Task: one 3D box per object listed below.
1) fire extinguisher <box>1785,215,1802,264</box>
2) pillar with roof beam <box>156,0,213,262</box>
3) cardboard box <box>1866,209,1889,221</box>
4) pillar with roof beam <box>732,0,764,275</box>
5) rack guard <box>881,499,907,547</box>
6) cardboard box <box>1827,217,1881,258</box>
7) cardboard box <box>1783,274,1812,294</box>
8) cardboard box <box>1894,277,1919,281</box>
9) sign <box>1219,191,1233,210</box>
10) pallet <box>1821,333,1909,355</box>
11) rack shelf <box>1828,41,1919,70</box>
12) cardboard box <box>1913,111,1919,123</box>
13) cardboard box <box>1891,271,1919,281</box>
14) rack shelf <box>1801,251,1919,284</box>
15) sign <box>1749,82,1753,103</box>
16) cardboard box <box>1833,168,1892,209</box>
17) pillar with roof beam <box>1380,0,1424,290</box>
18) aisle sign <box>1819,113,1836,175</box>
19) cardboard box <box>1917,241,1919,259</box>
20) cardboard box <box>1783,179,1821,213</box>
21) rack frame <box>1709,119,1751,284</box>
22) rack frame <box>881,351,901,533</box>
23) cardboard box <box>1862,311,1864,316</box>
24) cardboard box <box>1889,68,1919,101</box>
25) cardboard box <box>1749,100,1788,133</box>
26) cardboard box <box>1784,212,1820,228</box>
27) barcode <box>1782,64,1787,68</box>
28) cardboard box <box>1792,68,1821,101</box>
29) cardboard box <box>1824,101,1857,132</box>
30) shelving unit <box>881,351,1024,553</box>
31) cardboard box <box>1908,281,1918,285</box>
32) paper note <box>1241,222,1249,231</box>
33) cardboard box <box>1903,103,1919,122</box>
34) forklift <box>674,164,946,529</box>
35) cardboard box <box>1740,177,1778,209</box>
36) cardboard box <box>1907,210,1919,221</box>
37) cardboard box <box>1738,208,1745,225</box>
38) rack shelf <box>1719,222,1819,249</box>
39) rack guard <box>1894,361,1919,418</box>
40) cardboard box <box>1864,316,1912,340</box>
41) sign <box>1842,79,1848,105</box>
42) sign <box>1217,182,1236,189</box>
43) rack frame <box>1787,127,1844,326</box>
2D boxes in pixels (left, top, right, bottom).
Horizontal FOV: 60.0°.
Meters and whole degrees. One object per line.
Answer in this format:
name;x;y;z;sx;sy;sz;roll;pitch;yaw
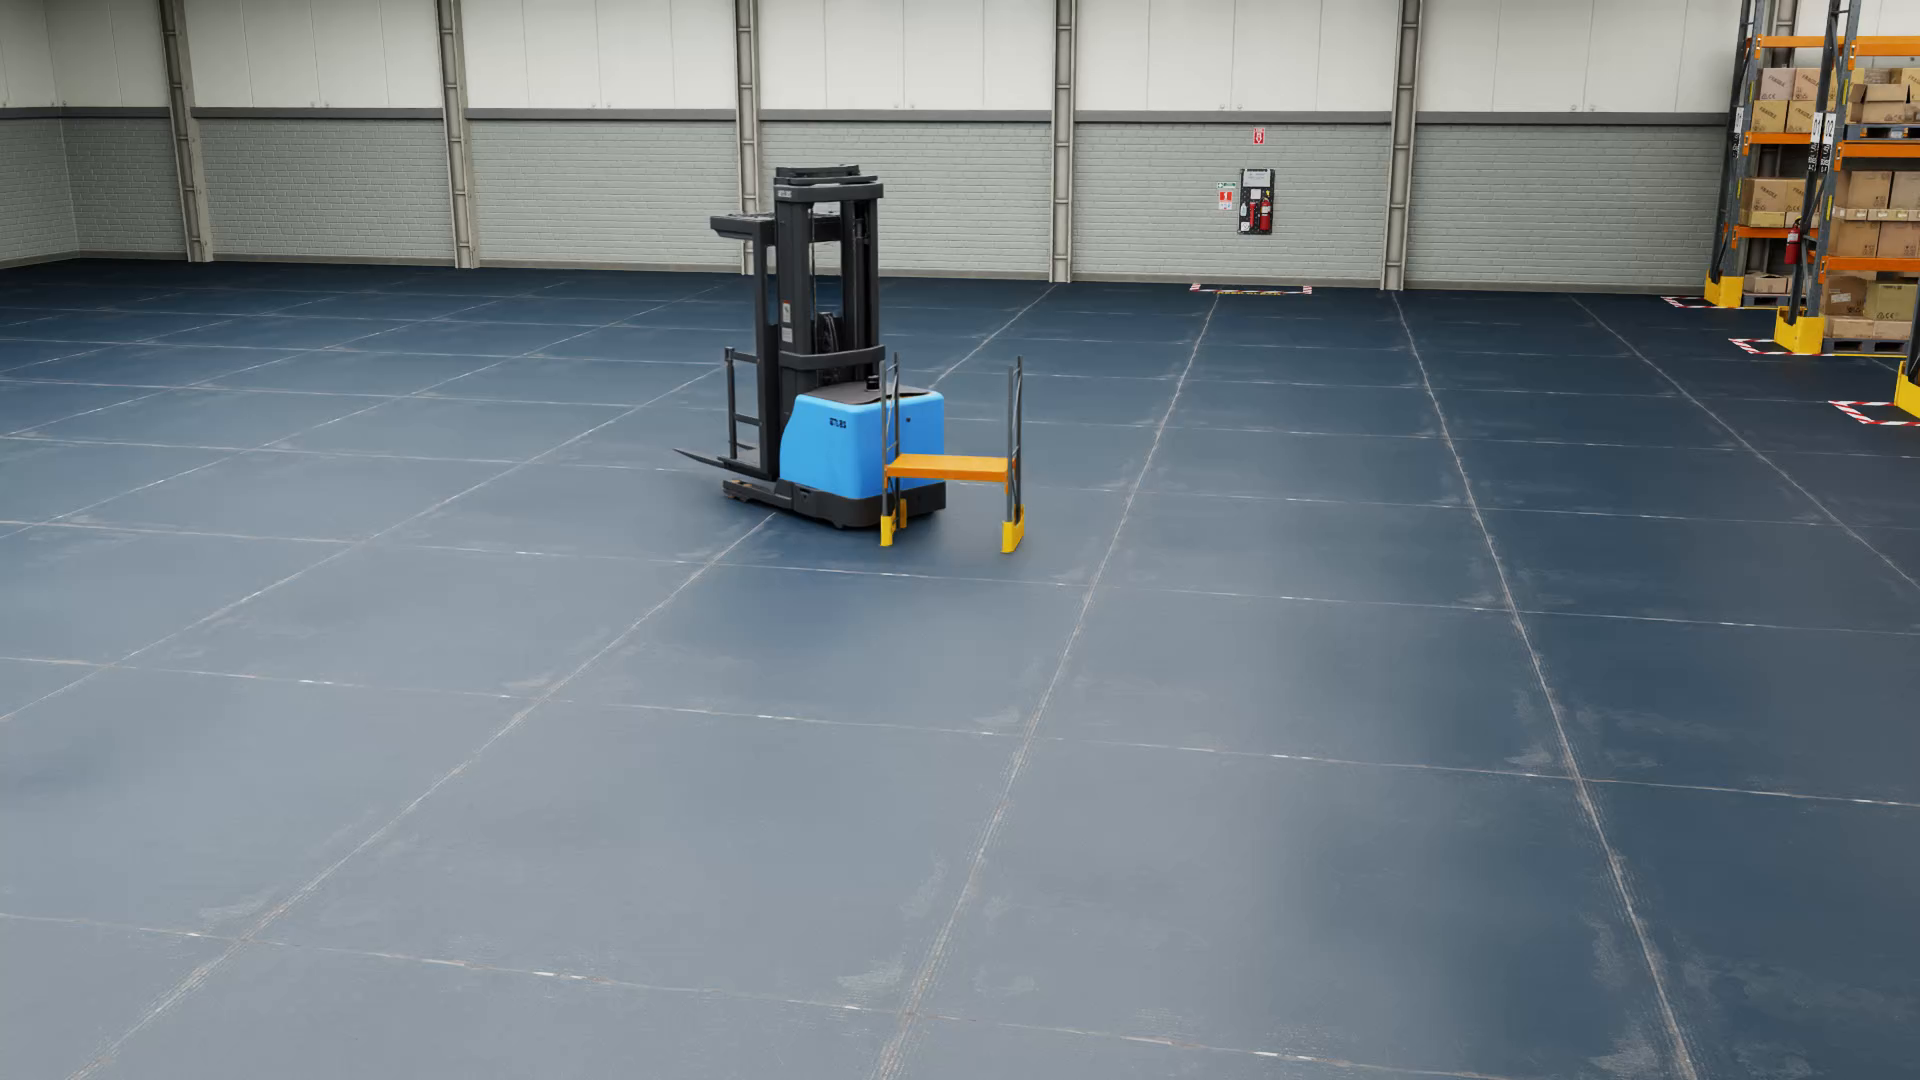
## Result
fire extinguisher;11.779;-4.247;23.477;0.183;0.674;0.296;3;16;11
pillar with roof beam;-16.612;-9.002;29.262;0.400;9.000;9.100;3;16;11
cardboard box;12.403;-4.426;22.579;0.250;0.149;0.380;3;16;10
pillar with roof beam;-4.853;-8.364;26.957;0.400;9.000;9.100;3;16;11
rack guard;-0.542;-0.145;13.675;0.087;0.250;0.587;3;16;11
cardboard box;12.257;-4.176;22.891;0.500;0.500;0.700;3;16;11
cardboard box;14.004;-4.278;27.657;0.500;0.311;0.500;4;16;16
cardboard box;13.370;-3.395;23.216;0.500;0.500;0.500;3;16;11
sign;4.829;-6.175;30.229;0.234;0.329;0.001;3;16;11
pallet;12.560;-2.783;23.271;1.213;0.211;1.003;3;16;11
rack shelf;13.762;-6.401;21.970;4.000;0.370;1.077;3;16;11
cardboard box;12.920;-5.642;22.172;0.250;0.149;0.380;3;16;11
cardboard box;15.680;-4.291;27.353;0.500;0.500;0.500;2;16;7
rack shelf;13.762;-3.703;22.718;4.000;0.370;1.077;3;16;11
sign;12.677;-7.177;26.655;0.005;0.325;0.100;3;16;11
cardboard box;12.309;-4.798;22.707;0.500;0.500;0.700;3;16;11
pillar with roof beam;6.906;-7.725;24.653;0.400;9.000;9.100;3;16;11
aisle sign;11.676;-5.332;22.382;0.004;0.787;0.394;3;16;11
cardboard box;13.258;-4.121;22.694;0.500;0.500;0.700;3;16;11
cardboard box;13.676;-5.618;27.122;0.500;0.500;0.500;3;16;11
rack frame;12.785;-5.452;27.685;0.127;3.000;1.000;3;16;11
rack frame;-0.561;-0.748;13.512;0.032;1.500;0.500;3;16;11
cardboard box;12.879;-3.059;23.408;0.500;0.250;0.500;3;16;11
cardboard box;15.107;-7.232;26.392;0.500;0.500;0.500;3;16;9
cardboard box;13.063;-6.872;26.968;0.500;0.500;0.500;4;16;13
cardboard box;13.712;-5.257;27.222;0.500;0.250;0.500;3;16;9
barcode;13.581;-7.810;27.393;0.075;0.075;0.001;3;16;11
cardboard box;13.596;-7.313;26.687;0.500;0.500;0.500;3;16;10
cardboard box;14.092;-6.808;26.735;0.500;0.500;0.500;4;16;14
shelving unit;-0.054;-0.721;13.415;1.083;1.500;0.587;3;16;11
cardboard box;13.266;-3.259;22.725;0.500;0.500;0.500;3;16;11
paper note;5.190;-5.705;30.247;0.142;0.148;0.016;3;16;11
cardboard box;12.983;-5.807;22.578;0.500;0.250;0.500;3;16;11
forklift;-1.482;-1.830;14.738;1.130;2.935;3.031;-14;20;-40
cardboard box;13.290;-5.781;27.712;0.500;0.500;0.500;3;16;10
cardboard box;12.894;-4.399;22.479;0.250;0.149;0.380;3;16;10
cardboard box;13.282;-5.415;27.795;0.500;0.250;0.500;3;16;12
rack shelf;14.745;-4.999;27.397;4.000;0.370;1.077;3;16;11
rack guard;10.895;-1.664;18.692;0.348;0.500;1.175;3;16;11
cardboard box;12.774;-2.921;22.911;0.500;0.250;0.500;3;16;11
sign;11.685;-5.916;21.955;0.005;0.325;0.100;3;16;11
sign;4.831;-6.428;30.149;0.331;0.109;0.001;3;16;11
rack frame;11.802;-4.156;23.006;0.127;3.000;1.000;3;16;11
